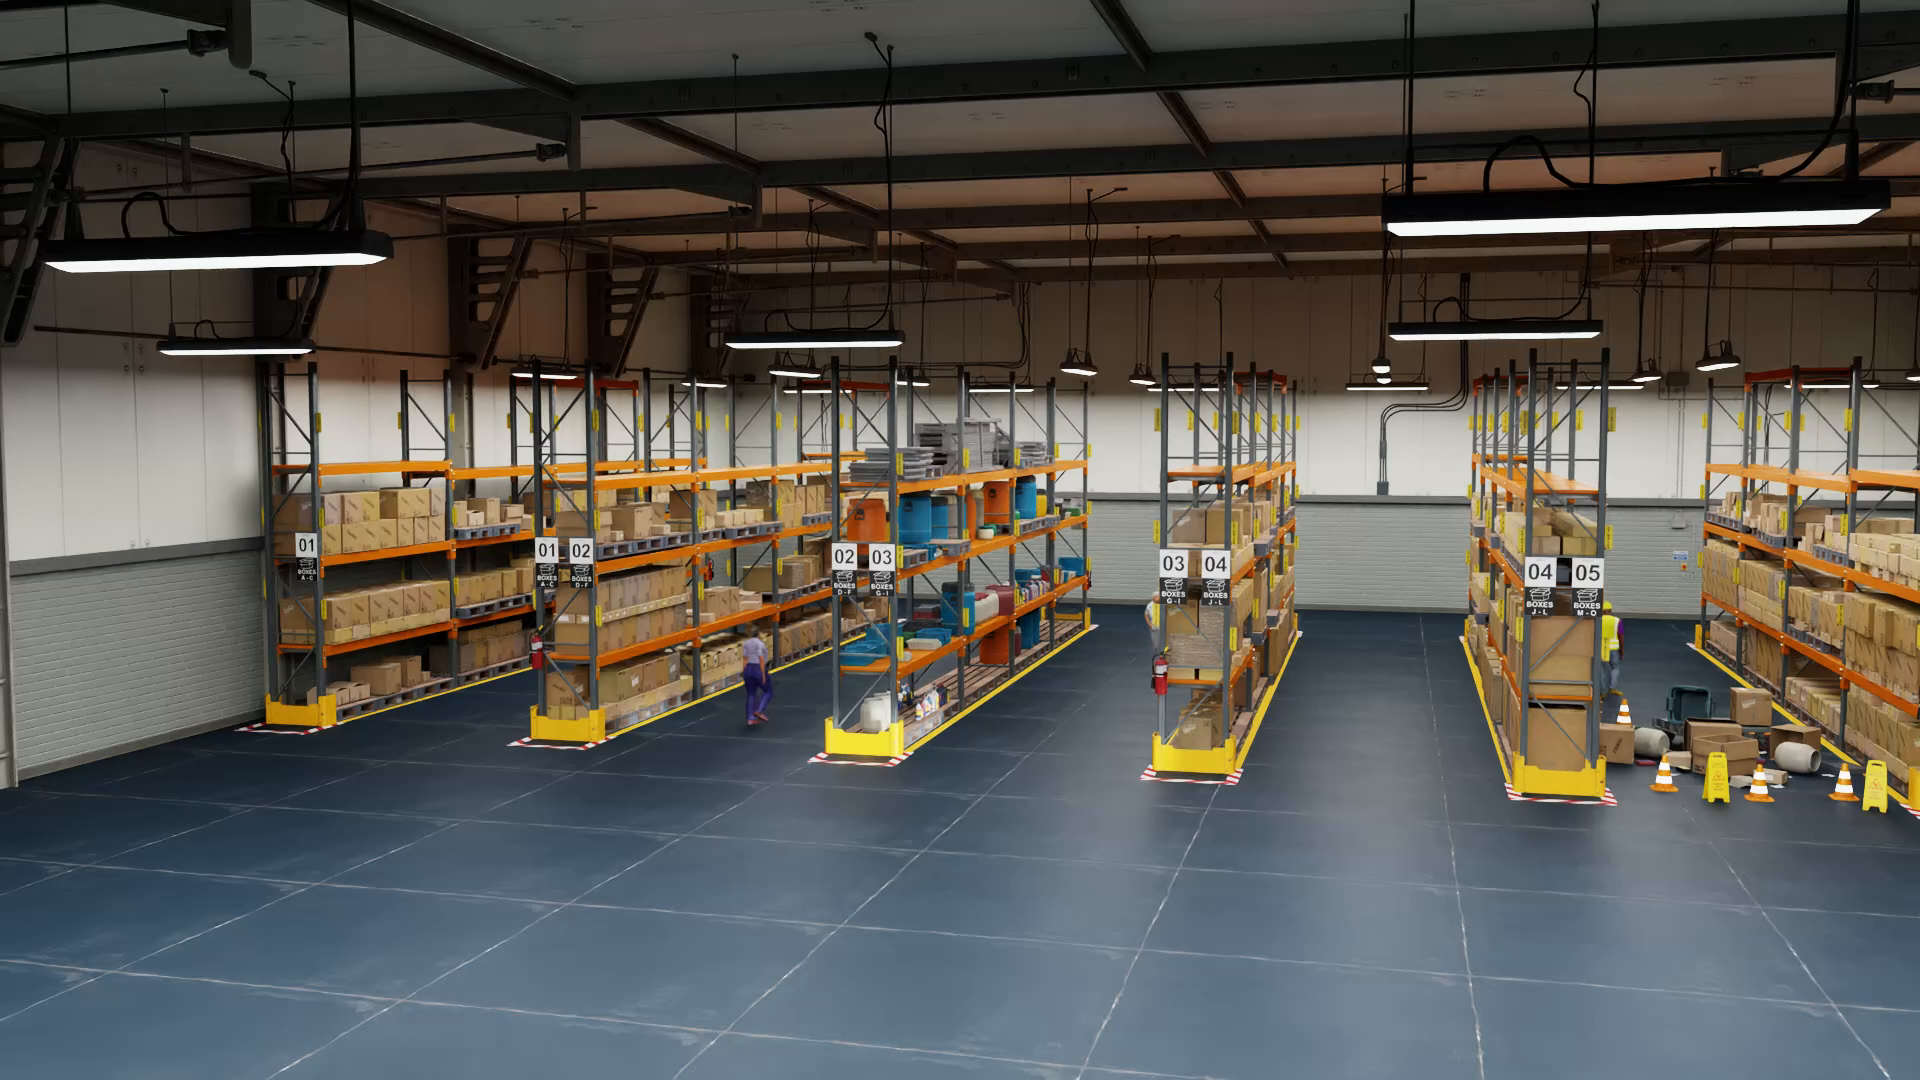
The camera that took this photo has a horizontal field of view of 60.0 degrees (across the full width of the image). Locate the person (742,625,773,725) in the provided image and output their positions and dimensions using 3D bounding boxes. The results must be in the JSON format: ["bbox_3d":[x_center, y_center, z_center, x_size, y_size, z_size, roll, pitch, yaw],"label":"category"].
[{"bbox_3d":[-3.393,2.238,27.596,0.545,1.637,0.462,2,4,25],"label":"person"}]

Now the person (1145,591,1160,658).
[{"bbox_3d":[4.131,1.812,34.155,0.651,1.581,0.747,2,4,23],"label":"person"}]

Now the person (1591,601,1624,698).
[{"bbox_3d":[11.781,1.997,30.299,0.594,1.765,0.548,1,4,13],"label":"person"}]
